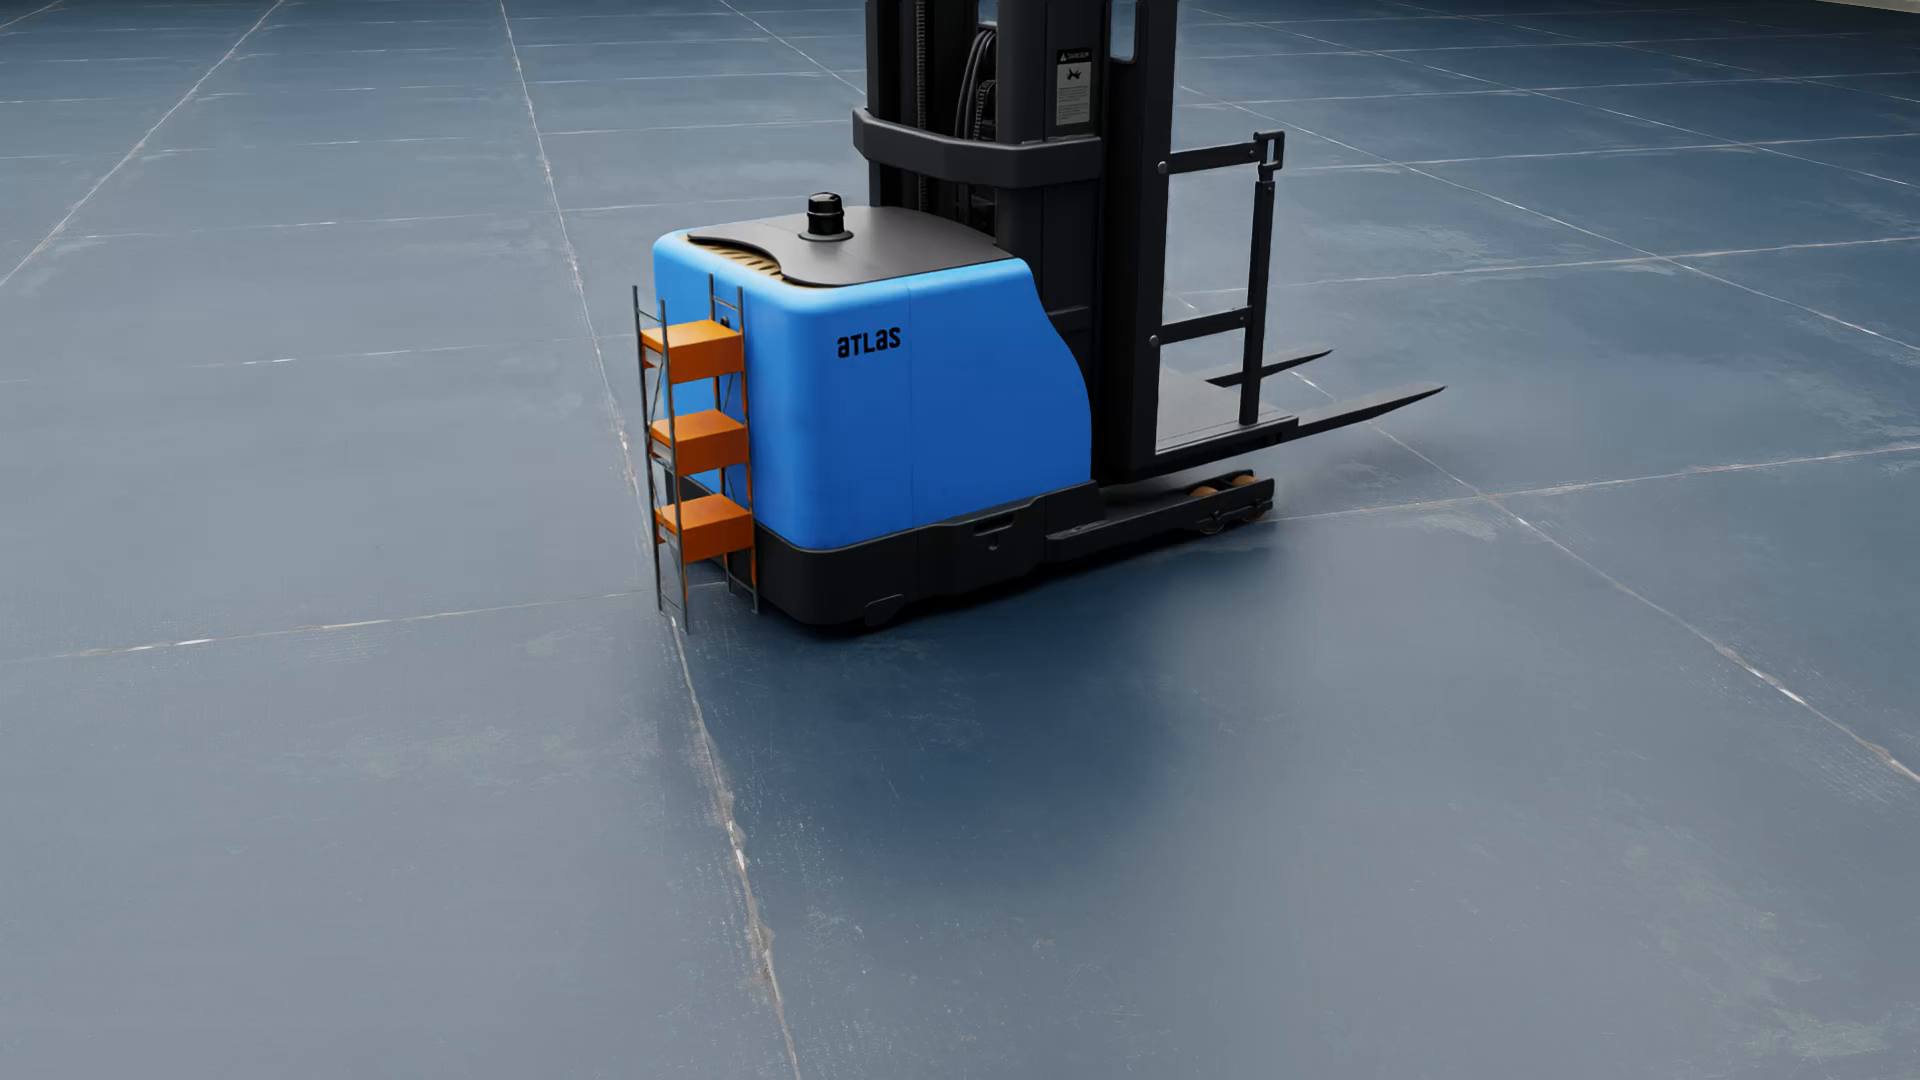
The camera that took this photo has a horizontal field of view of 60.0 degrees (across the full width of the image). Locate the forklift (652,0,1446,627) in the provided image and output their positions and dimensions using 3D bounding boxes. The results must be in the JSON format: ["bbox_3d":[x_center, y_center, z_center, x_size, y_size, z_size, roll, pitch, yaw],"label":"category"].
[{"bbox_3d":[0.502,-1.520,5.575,3.031,2.935,1.130,-15,28,-32],"label":"forklift"}]

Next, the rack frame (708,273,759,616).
[{"bbox_3d":[-0.688,-0.279,5.068,0.008,1.050,0.200,-15,28,-32],"label":"rack frame"}]

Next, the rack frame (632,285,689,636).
[{"bbox_3d":[-0.888,-0.224,4.940,0.008,1.050,0.200,-15,28,-32],"label":"rack frame"}]

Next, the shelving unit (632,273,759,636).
[{"bbox_3d":[-0.788,-0.251,5.004,0.252,1.050,0.215,-15,28,-32],"label":"shelving unit"}]

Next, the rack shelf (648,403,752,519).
[{"bbox_3d":[-0.788,-0.241,5.008,0.240,0.259,0.215,-15,28,-32],"label":"rack shelf"}]

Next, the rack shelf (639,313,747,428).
[{"bbox_3d":[-0.788,-0.502,4.896,0.240,0.259,0.215,-15,28,-32],"label":"rack shelf"}]

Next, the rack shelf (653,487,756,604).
[{"bbox_3d":[-0.788,0.014,5.118,0.240,0.259,0.215,-15,28,-32],"label":"rack shelf"}]
